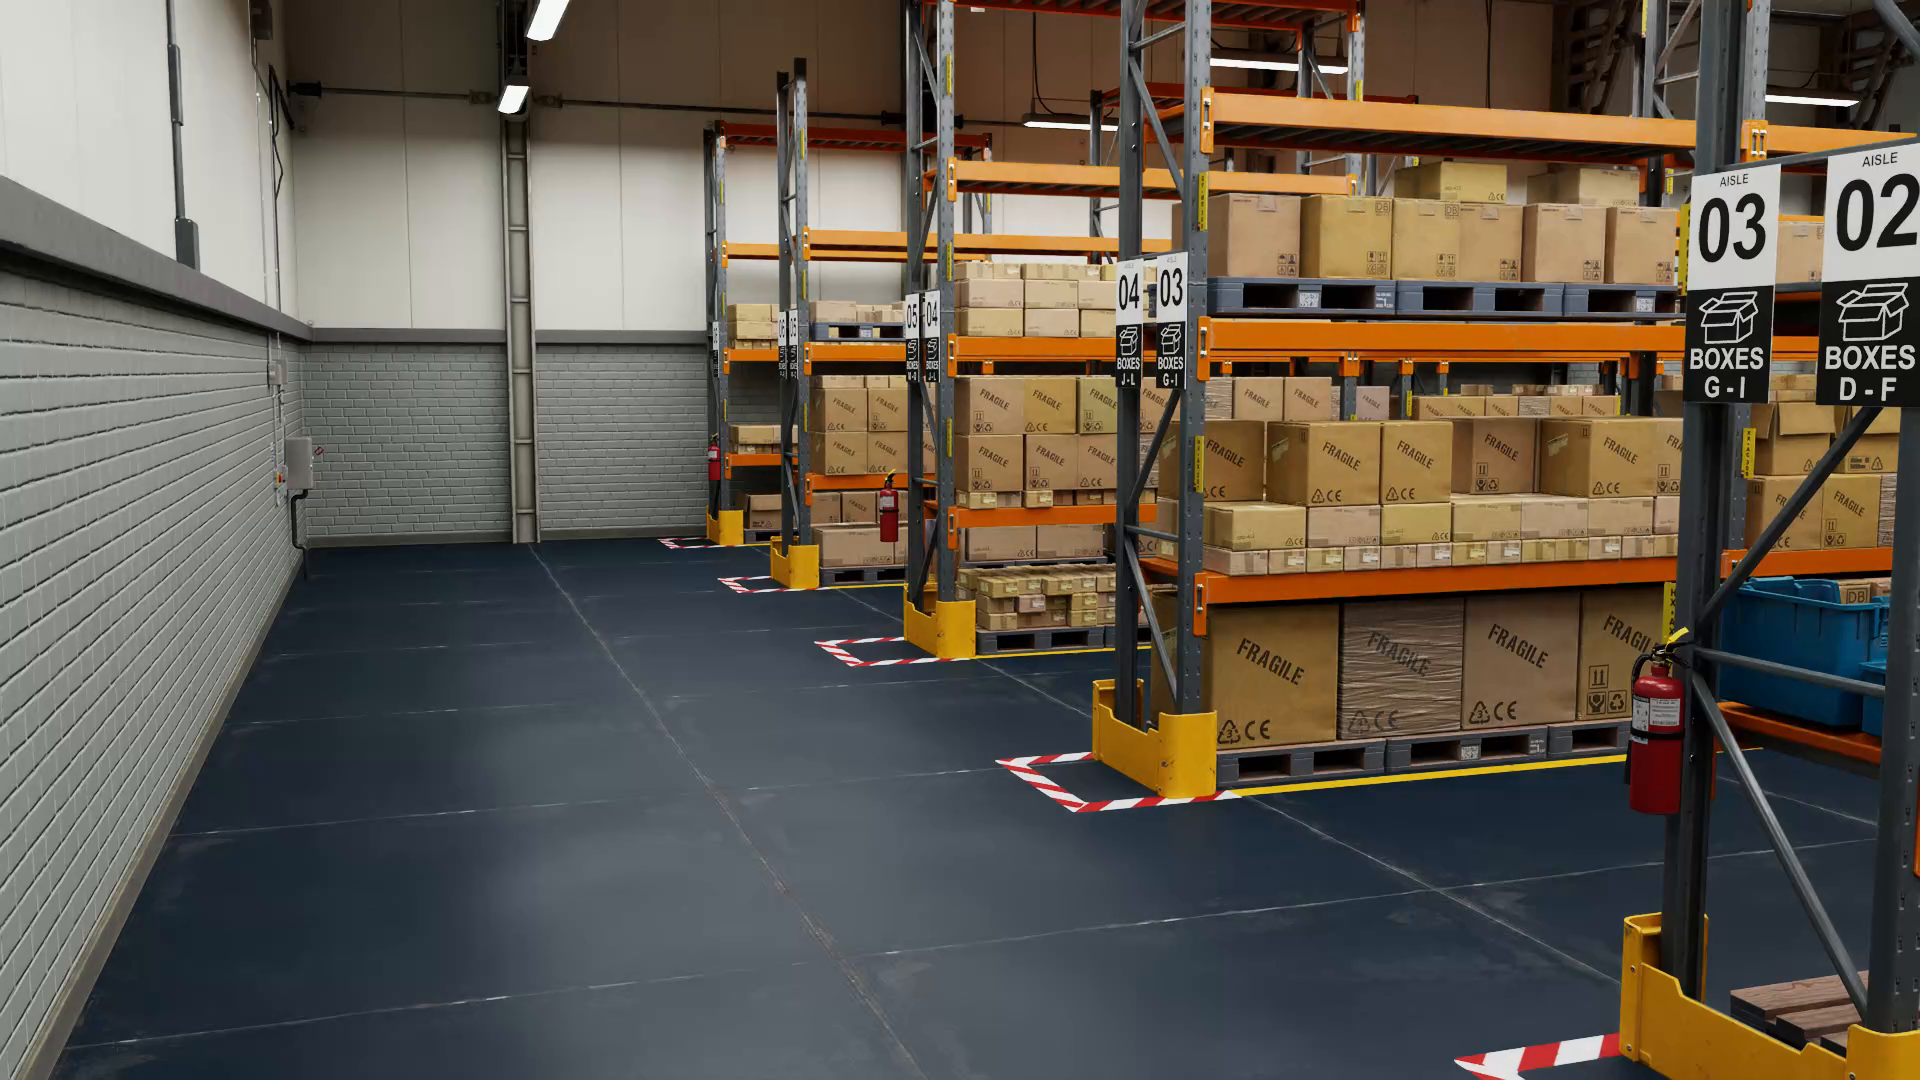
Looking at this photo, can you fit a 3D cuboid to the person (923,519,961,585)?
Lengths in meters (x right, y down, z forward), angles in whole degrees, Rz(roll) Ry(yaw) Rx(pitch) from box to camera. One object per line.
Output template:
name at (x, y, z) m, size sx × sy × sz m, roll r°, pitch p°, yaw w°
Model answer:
person at (-0.232, 0.139, 16.954) m, size 0.466 × 1.315 × 0.815 m, roll -2°, pitch 6°, yaw -20°
